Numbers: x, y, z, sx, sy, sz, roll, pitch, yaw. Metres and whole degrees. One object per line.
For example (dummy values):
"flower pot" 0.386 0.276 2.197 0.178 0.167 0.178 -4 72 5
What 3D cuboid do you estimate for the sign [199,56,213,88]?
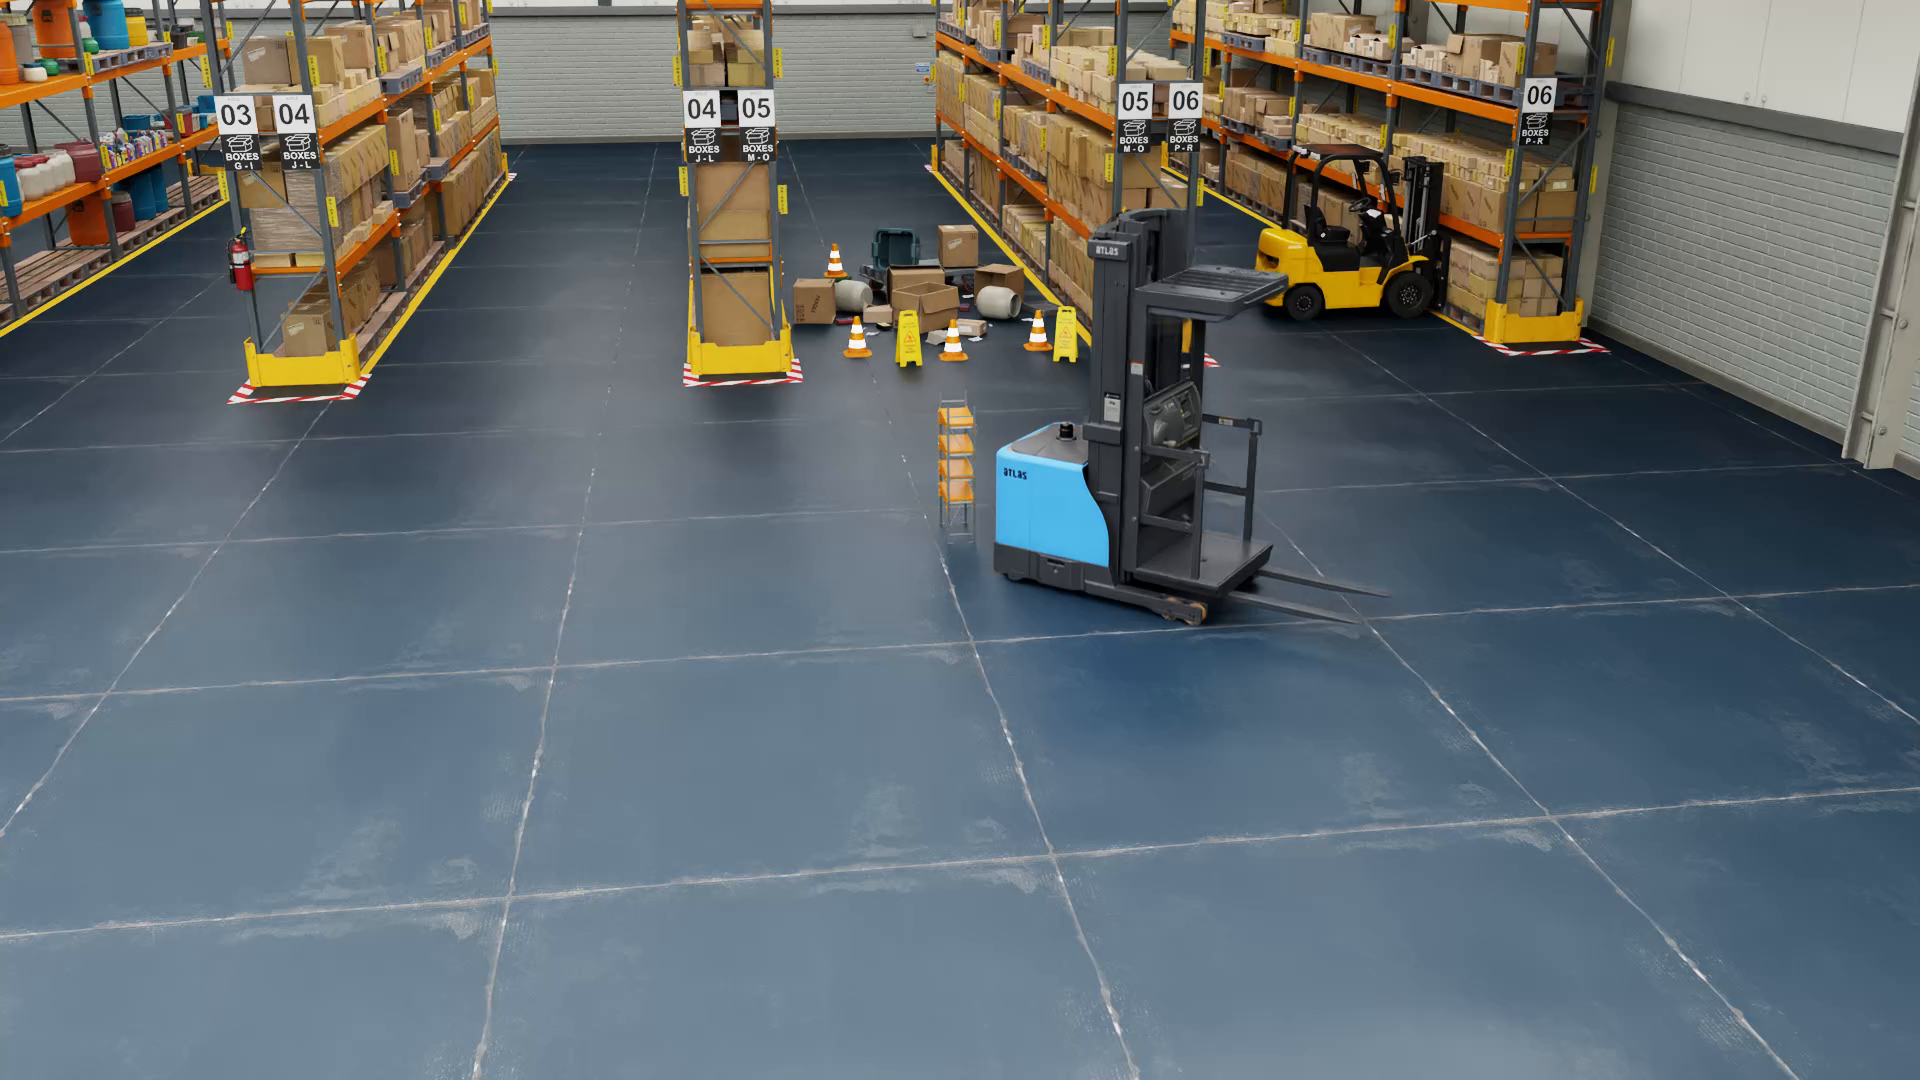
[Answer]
"sign" -8.052 -5.004 17.775 0.100 0.325 0.005 -3 21 -8

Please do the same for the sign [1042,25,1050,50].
"sign" 1.181 -6.893 22.794 0.100 0.325 0.005 -3 21 -8

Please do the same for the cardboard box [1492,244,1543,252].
"cardboard box" 7.260 -3.682 21.689 0.500 0.250 0.500 -3 21 -8

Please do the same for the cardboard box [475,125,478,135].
"cardboard box" -8.981 -7.452 30.241 0.380 0.149 0.250 -4 21 -10

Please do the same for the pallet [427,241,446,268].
"pallet" -8.542 -4.398 25.690 1.003 0.211 1.213 -3 21 -8

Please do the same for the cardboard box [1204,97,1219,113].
"cardboard box" 5.087 -8.517 32.523 0.500 0.250 0.500 -3 21 -8

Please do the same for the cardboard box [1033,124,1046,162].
"cardboard box" 1.364 -5.793 24.271 0.500 0.500 0.500 -3 21 -7

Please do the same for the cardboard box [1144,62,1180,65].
"cardboard box" 2.430 -5.675 20.057 0.380 0.149 0.250 -3 21 -8

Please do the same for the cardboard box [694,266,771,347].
"cardboard box" -2.740 -2.853 20.005 0.875 0.875 0.875 -3 21 -7

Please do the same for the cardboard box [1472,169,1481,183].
"cardboard box" 6.823 -4.680 21.388 0.380 0.149 0.250 -3 21 -8

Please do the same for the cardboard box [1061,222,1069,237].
"cardboard box" 1.583 -4.212 22.536 0.380 0.149 0.250 -2 21 -6

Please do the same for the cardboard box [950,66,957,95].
"cardboard box" 0.088 -8.876 32.123 0.500 0.500 0.500 -3 21 -7

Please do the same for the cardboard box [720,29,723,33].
"cardboard box" -3.628 -8.026 26.988 0.500 0.500 0.500 -3 21 -8

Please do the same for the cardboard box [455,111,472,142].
"cardboard box" -8.892 -7.259 29.221 0.500 0.500 0.500 -3 21 -8

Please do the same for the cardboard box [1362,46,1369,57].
"cardboard box" 6.182 -7.238 24.637 0.380 0.149 0.250 -3 21 -8

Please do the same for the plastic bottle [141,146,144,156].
"plastic bottle" -13.532 -6.430 27.429 0.097 0.201 0.097 0 20 0

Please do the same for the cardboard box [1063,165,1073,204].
"cardboard box" 1.673 -4.763 22.112 0.500 0.500 0.500 -3 21 -8

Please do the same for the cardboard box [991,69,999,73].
"cardboard box" 0.788 -8.801 30.995 0.380 0.149 0.250 -3 21 -9

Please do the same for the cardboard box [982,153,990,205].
"cardboard box" 0.883 -6.538 29.871 0.875 0.875 0.875 -2 21 -6

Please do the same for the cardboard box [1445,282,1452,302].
"cardboard box" 6.712 -3.358 22.250 0.500 0.250 0.500 -3 21 -7

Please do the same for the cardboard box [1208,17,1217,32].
"cardboard box" 5.086 -9.920 31.990 0.500 0.250 0.500 -4 21 -10

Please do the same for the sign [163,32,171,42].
"sign" -13.586 -8.547 28.512 0.100 0.325 0.005 -3 21 -8

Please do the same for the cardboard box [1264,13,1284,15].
"cardboard box" 5.751 -9.510 30.295 0.380 0.149 0.250 -3 21 -9

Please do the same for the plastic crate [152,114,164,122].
"plastic crate" -14.765 -7.783 30.921 0.416 0.233 0.300 -3 21 -8

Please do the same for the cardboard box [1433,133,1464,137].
"cardboard box" 6.986 -5.736 23.792 0.380 0.149 0.250 -3 21 -8

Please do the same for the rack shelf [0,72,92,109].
"rack shelf" -13.266 -6.101 23.005 1.077 0.370 4.000 -3 21 -8

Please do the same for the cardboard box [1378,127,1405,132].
"cardboard box" 6.672 -6.269 25.643 0.380 0.149 0.250 -3 21 -8

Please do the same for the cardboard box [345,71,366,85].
"cardboard box" -7.608 -5.740 20.655 0.380 0.149 0.250 -4 21 -9

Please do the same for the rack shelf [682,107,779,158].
"rack shelf" -2.865 -5.181 20.542 1.077 0.370 4.000 -3 21 -8

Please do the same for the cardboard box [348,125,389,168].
"cardboard box" -7.739 -5.103 21.594 0.500 0.500 0.500 -3 21 -8

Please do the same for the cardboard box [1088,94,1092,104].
"cardboard box" 1.822 -5.547 20.852 0.380 0.149 0.250 -3 21 -9

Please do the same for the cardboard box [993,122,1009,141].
"cardboard box" 0.832 -6.794 27.618 0.500 0.250 0.500 -3 21 -8

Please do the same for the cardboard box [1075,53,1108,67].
"cardboard box" 1.694 -6.177 21.401 0.380 0.149 0.250 -3 21 -9

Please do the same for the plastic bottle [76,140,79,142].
"plastic bottle" -14.181 -6.274 26.797 0.144 0.351 0.185 -3 21 -8

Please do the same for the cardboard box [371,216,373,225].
"cardboard box" -7.699 -4.062 21.164 0.380 0.149 0.250 -3 21 -8

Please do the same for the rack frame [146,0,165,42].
"rack frame" -14.131 -9.921 27.916 1.000 3.000 0.127 -3 21 -8

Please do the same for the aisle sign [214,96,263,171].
"aisle sign" -7.788 -4.386 17.958 0.394 0.787 0.004 -3 21 -8

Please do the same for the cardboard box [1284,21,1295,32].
"cardboard box" 5.701 -8.678 28.095 0.380 0.149 0.250 -4 21 -10

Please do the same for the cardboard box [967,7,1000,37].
"cardboard box" 0.417 -9.189 29.501 0.500 0.500 0.500 -3 21 -9

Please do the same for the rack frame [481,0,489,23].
"rack frame" -9.806 -11.555 32.293 1.000 3.000 0.127 -3 21 -8

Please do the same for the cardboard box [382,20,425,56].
"cardboard box" -8.337 -7.509 24.888 0.500 0.500 0.500 -2 21 -6

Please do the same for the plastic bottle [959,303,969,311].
"plastic bottle" 0.060 -3.172 22.621 0.133 0.061 0.283 1 20 2

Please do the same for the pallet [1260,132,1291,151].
"pallet" 5.898 -6.868 28.591 1.213 0.211 1.003 -3 21 -8

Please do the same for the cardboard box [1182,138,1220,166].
"cardboard box" 4.991 -8.008 34.341 0.700 0.500 0.500 -2 21 -6

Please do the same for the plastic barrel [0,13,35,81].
"plastic barrel" -13.651 -7.070 23.855 0.600 0.901 0.600 0 20 0

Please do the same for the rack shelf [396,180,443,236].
"rack shelf" -8.365 -4.946 24.199 1.077 0.370 4.000 -3 21 -8

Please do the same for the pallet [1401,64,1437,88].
"pallet" 6.790 -6.411 22.934 1.003 0.211 1.213 -3 21 -8

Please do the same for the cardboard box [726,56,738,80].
"cardboard box" -2.467 -5.494 19.398 0.500 0.250 0.500 -3 21 -8

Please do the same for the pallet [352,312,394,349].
"pallet" -7.765 -2.630 20.955 1.003 0.211 1.213 -3 21 -8

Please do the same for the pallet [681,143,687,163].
"pallet" -3.938 -6.342 27.183 1.213 0.211 1.003 -3 21 -8

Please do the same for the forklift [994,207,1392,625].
"forklift" 1.792 -0.943 12.552 3.031 2.935 1.130 12 24 30

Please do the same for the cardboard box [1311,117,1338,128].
"cardboard box" 5.922 -6.772 26.990 0.380 0.149 0.250 -2 21 -6

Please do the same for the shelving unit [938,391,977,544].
"shelving unit" -0.024 -0.619 14.160 0.258 1.200 0.503 -3 21 -8

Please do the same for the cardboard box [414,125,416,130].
"cardboard box" -8.536 -6.034 25.341 0.500 0.500 0.500 -6 21 -14

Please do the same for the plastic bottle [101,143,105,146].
"plastic bottle" -14.153 -6.449 27.481 0.097 0.201 0.097 0 20 0

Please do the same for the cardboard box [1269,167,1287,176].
"cardboard box" 5.686 -6.494 29.362 0.380 0.149 0.250 -2 21 -6
